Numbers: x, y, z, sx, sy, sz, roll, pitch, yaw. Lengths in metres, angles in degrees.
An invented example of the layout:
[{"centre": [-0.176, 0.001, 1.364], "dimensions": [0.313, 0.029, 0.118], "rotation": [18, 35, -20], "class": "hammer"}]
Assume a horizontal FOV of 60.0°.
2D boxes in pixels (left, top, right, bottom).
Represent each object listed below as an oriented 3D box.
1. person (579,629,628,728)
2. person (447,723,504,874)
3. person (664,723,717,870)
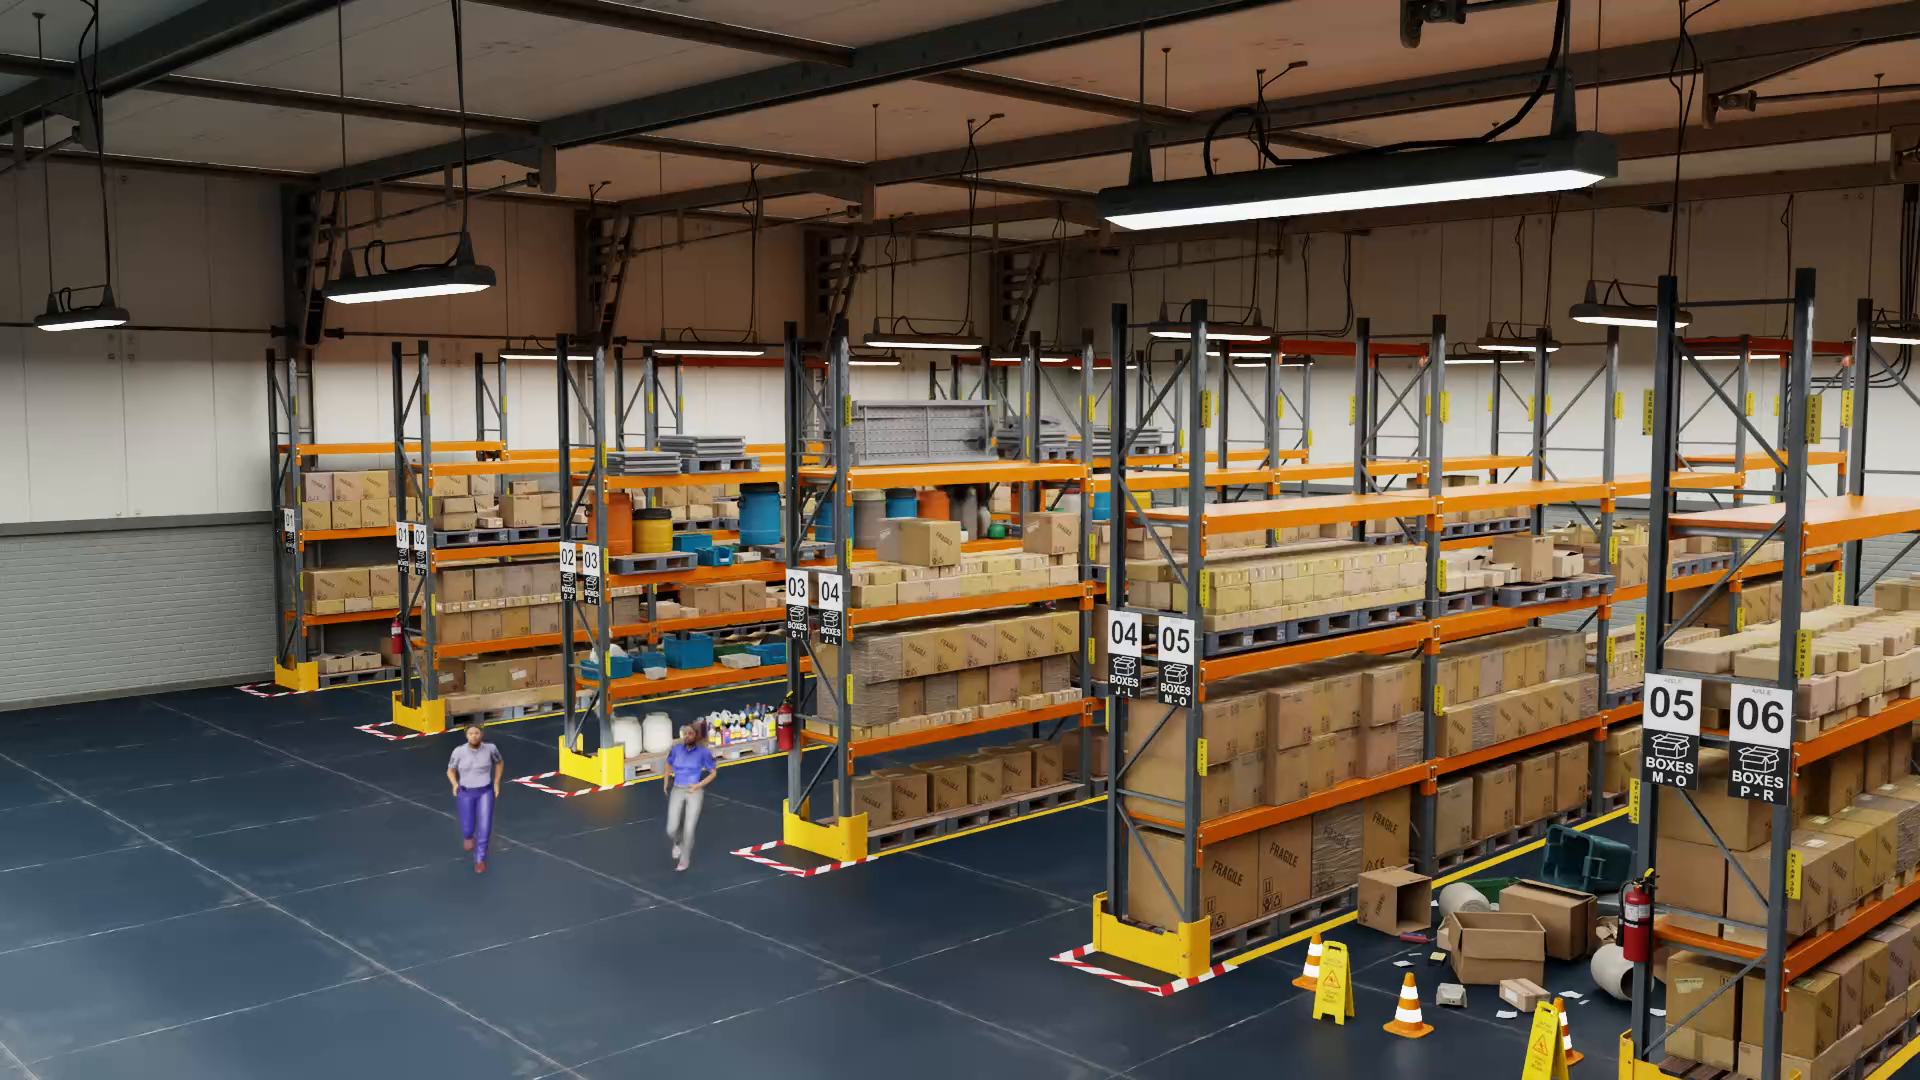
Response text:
[{"centre": [-5.274, 2.148, 24.605], "dimensions": [0.667, 1.734, 0.738], "rotation": [4, 6, 38], "class": "person"}, {"centre": [-5.318, 2.790, 18.288], "dimensions": [0.603, 1.620, 0.760], "rotation": [-2, 5, -17], "class": "person"}, {"centre": [-2.965, 2.797, 18.142], "dimensions": [0.608, 1.609, 0.492], "rotation": [1, 5, 7], "class": "person"}]
